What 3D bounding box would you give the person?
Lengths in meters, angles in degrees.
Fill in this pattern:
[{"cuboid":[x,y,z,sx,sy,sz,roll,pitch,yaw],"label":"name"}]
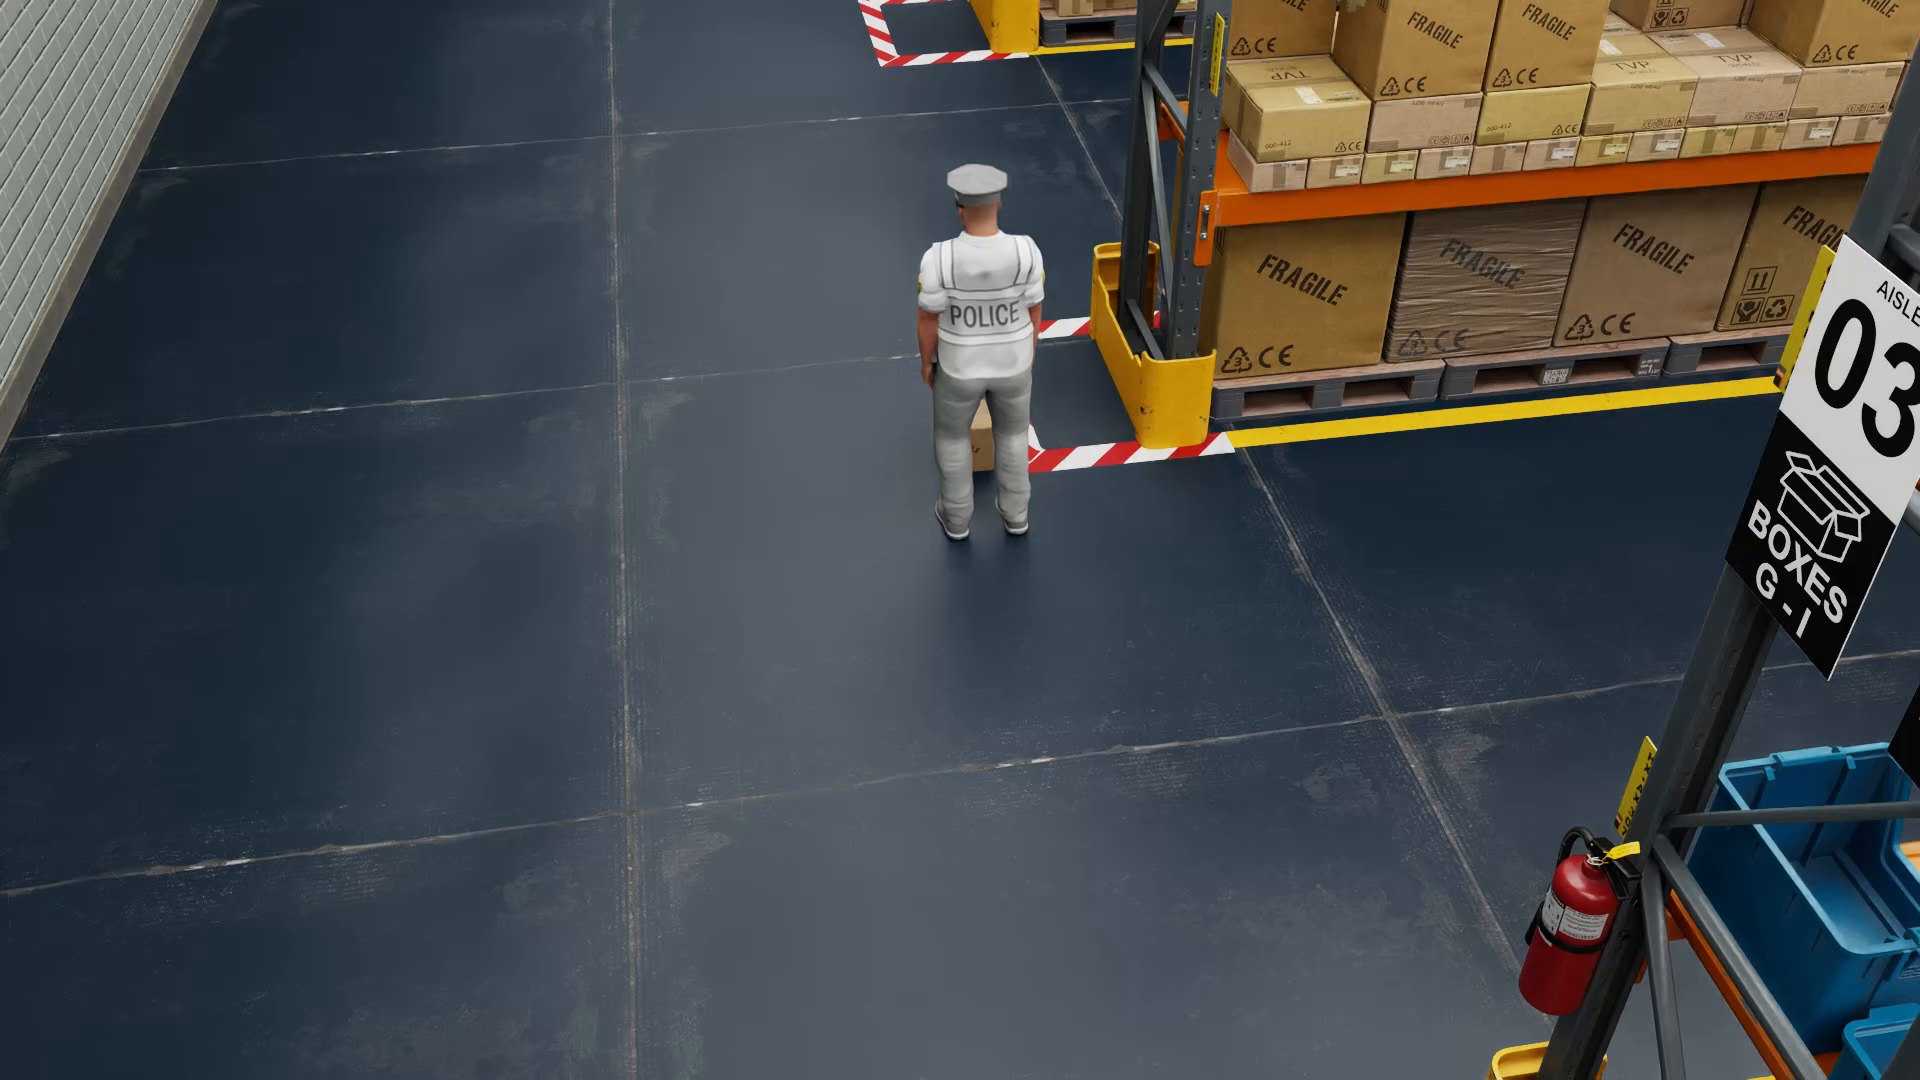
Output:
[{"cuboid":[0.078,-0.768,7.133,0.530,1.743,0.391,-6,39,-7],"label":"person"}]
